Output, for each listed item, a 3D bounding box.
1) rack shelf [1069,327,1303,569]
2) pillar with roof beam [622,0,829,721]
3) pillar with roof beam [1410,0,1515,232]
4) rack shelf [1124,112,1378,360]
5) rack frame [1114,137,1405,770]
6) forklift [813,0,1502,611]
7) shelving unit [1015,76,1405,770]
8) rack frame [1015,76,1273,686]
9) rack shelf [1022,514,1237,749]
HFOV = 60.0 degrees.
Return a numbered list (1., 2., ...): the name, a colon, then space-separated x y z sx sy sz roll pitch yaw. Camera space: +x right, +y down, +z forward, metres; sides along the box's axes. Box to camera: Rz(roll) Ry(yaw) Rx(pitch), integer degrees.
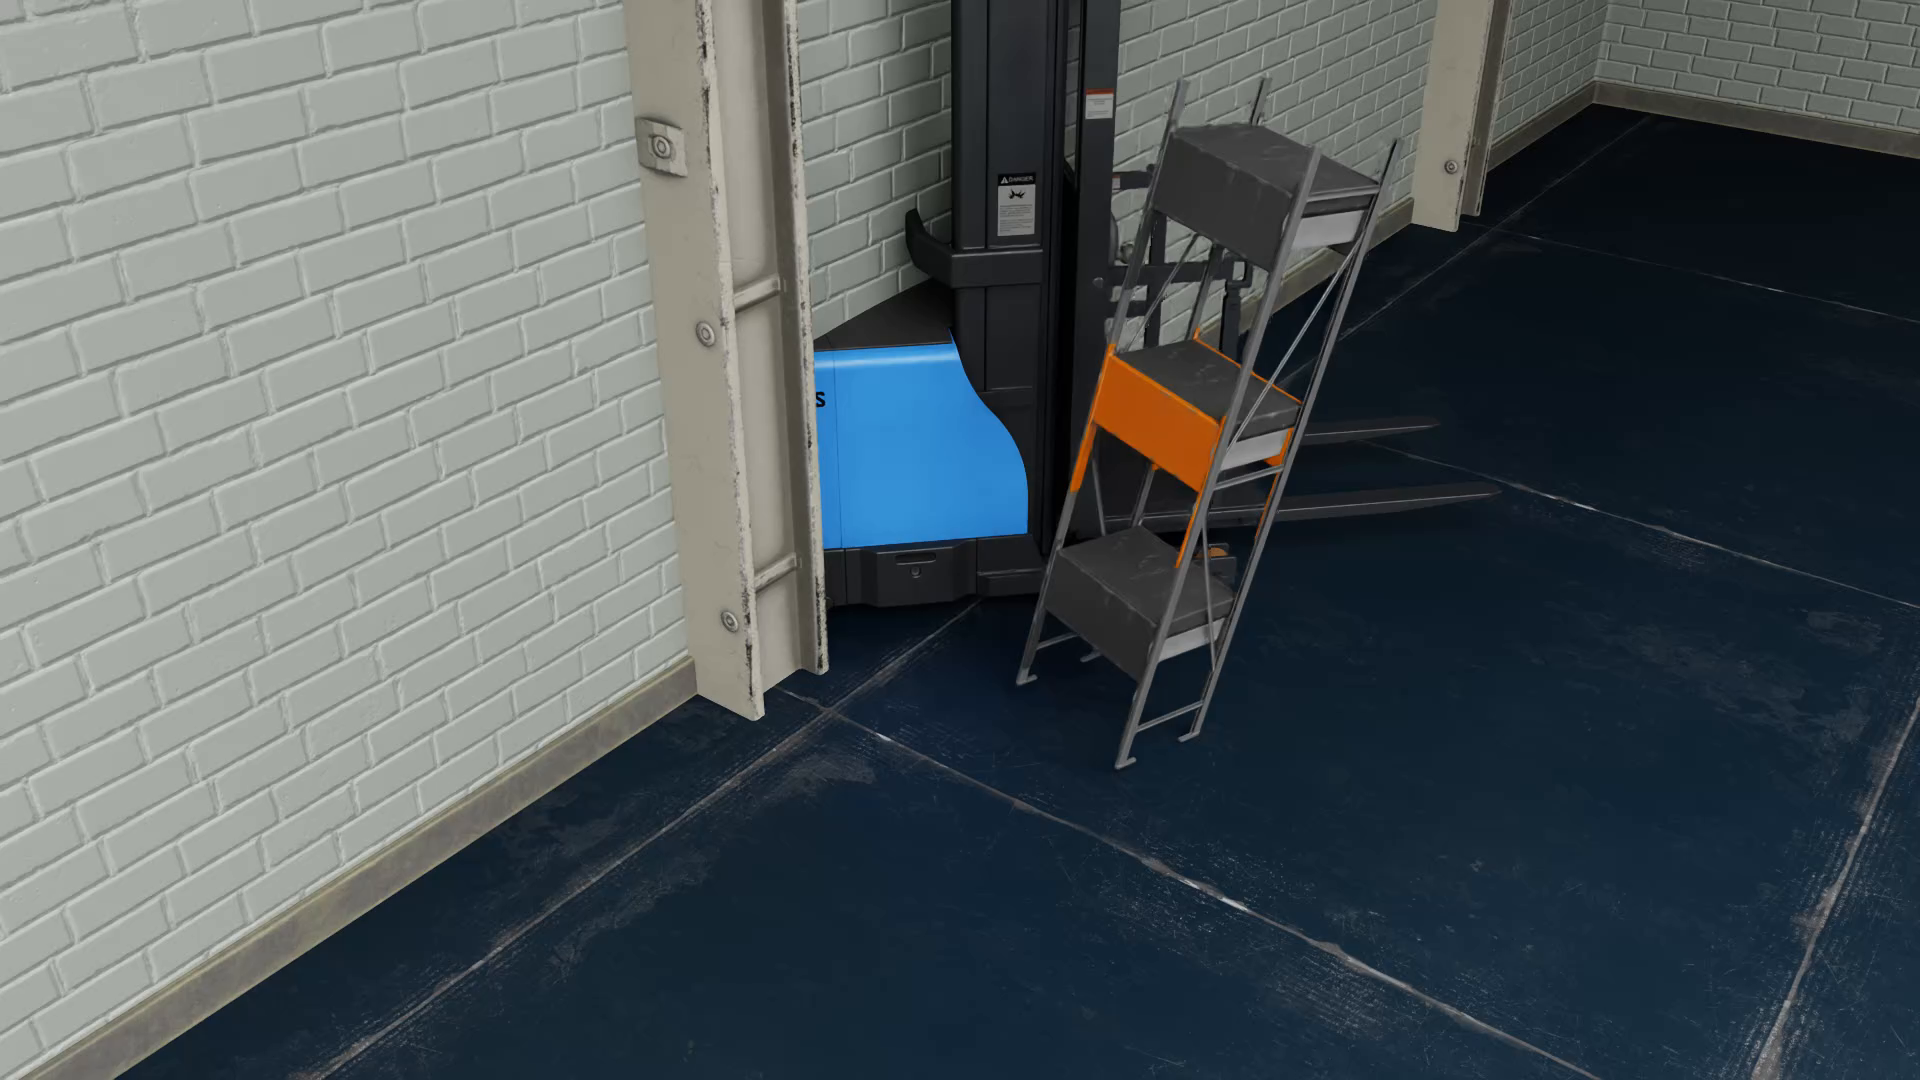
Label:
1. rack shelf: 0.702 -0.294 5.118 0.431 0.518 0.480 -15 41 -39
2. pillar with roof beam: 2.725 -2.052 1.386 9.100 9.000 0.400 21 37 31
3. pillar with roof beam: 6.346 -4.491 5.501 9.100 9.000 0.400 21 37 31
4. rack shelf: 0.840 -0.881 4.762 0.431 0.518 0.480 -15 41 -39
5. rack frame: 0.859 -0.182 4.968 0.400 2.100 0.015 -15 41 -39
6. forklift: 0.619 -1.310 6.086 3.031 2.935 1.130 -5 31 -8
7. shelving unit: 0.705 -0.306 5.111 0.431 2.100 0.503 -15 41 -39
8. rack frame: 0.550 -0.429 5.254 0.400 2.100 0.015 -15 41 -39
9. rack shelf: 0.564 0.293 5.474 0.431 0.518 0.480 -15 41 -39
